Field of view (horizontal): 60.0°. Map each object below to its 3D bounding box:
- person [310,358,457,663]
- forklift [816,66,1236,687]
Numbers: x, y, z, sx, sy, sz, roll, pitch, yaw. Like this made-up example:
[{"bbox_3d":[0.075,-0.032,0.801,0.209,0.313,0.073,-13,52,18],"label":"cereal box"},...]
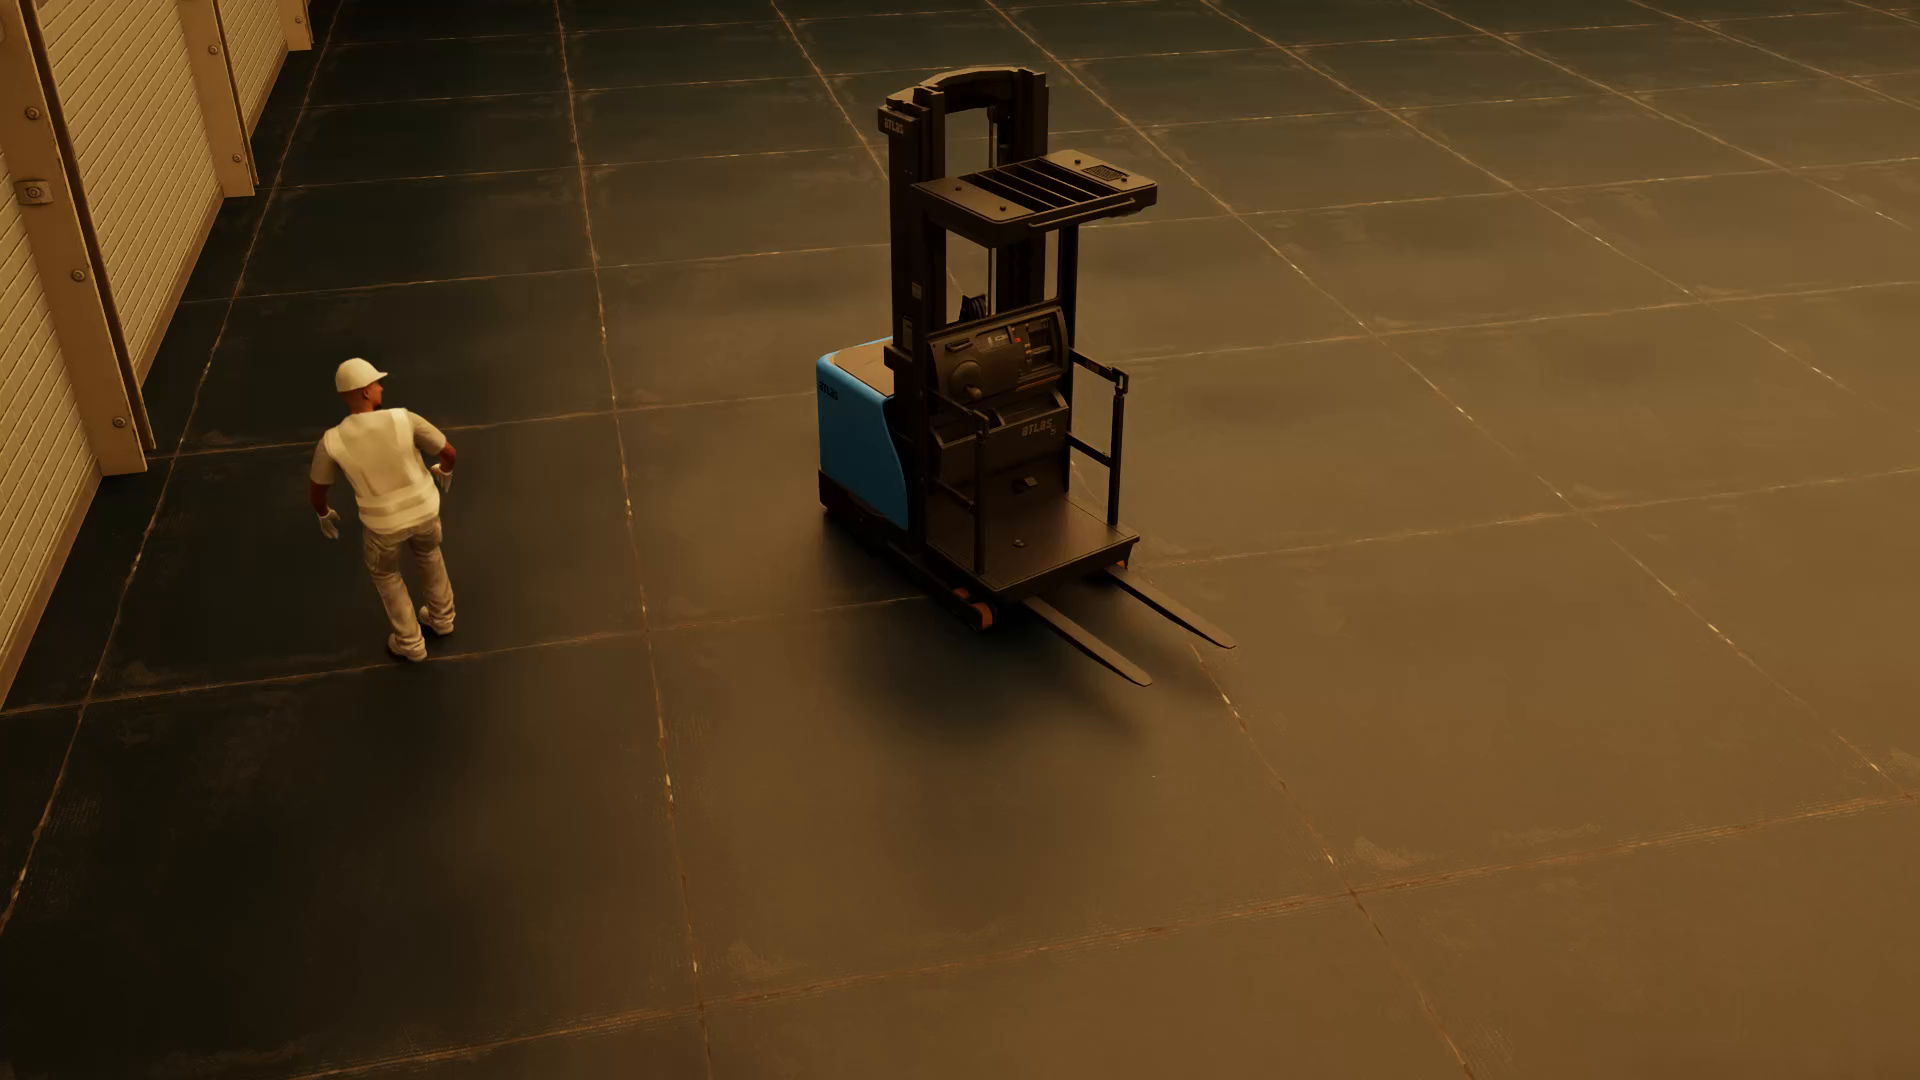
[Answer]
[{"bbox_3d":[-3.122,-0.173,9.061,0.763,1.746,0.515,-18,35,-28],"label":"person"},{"bbox_3d":[0.355,-1.021,9.338,1.130,2.935,3.031,-20,35,-30],"label":"forklift"}]
